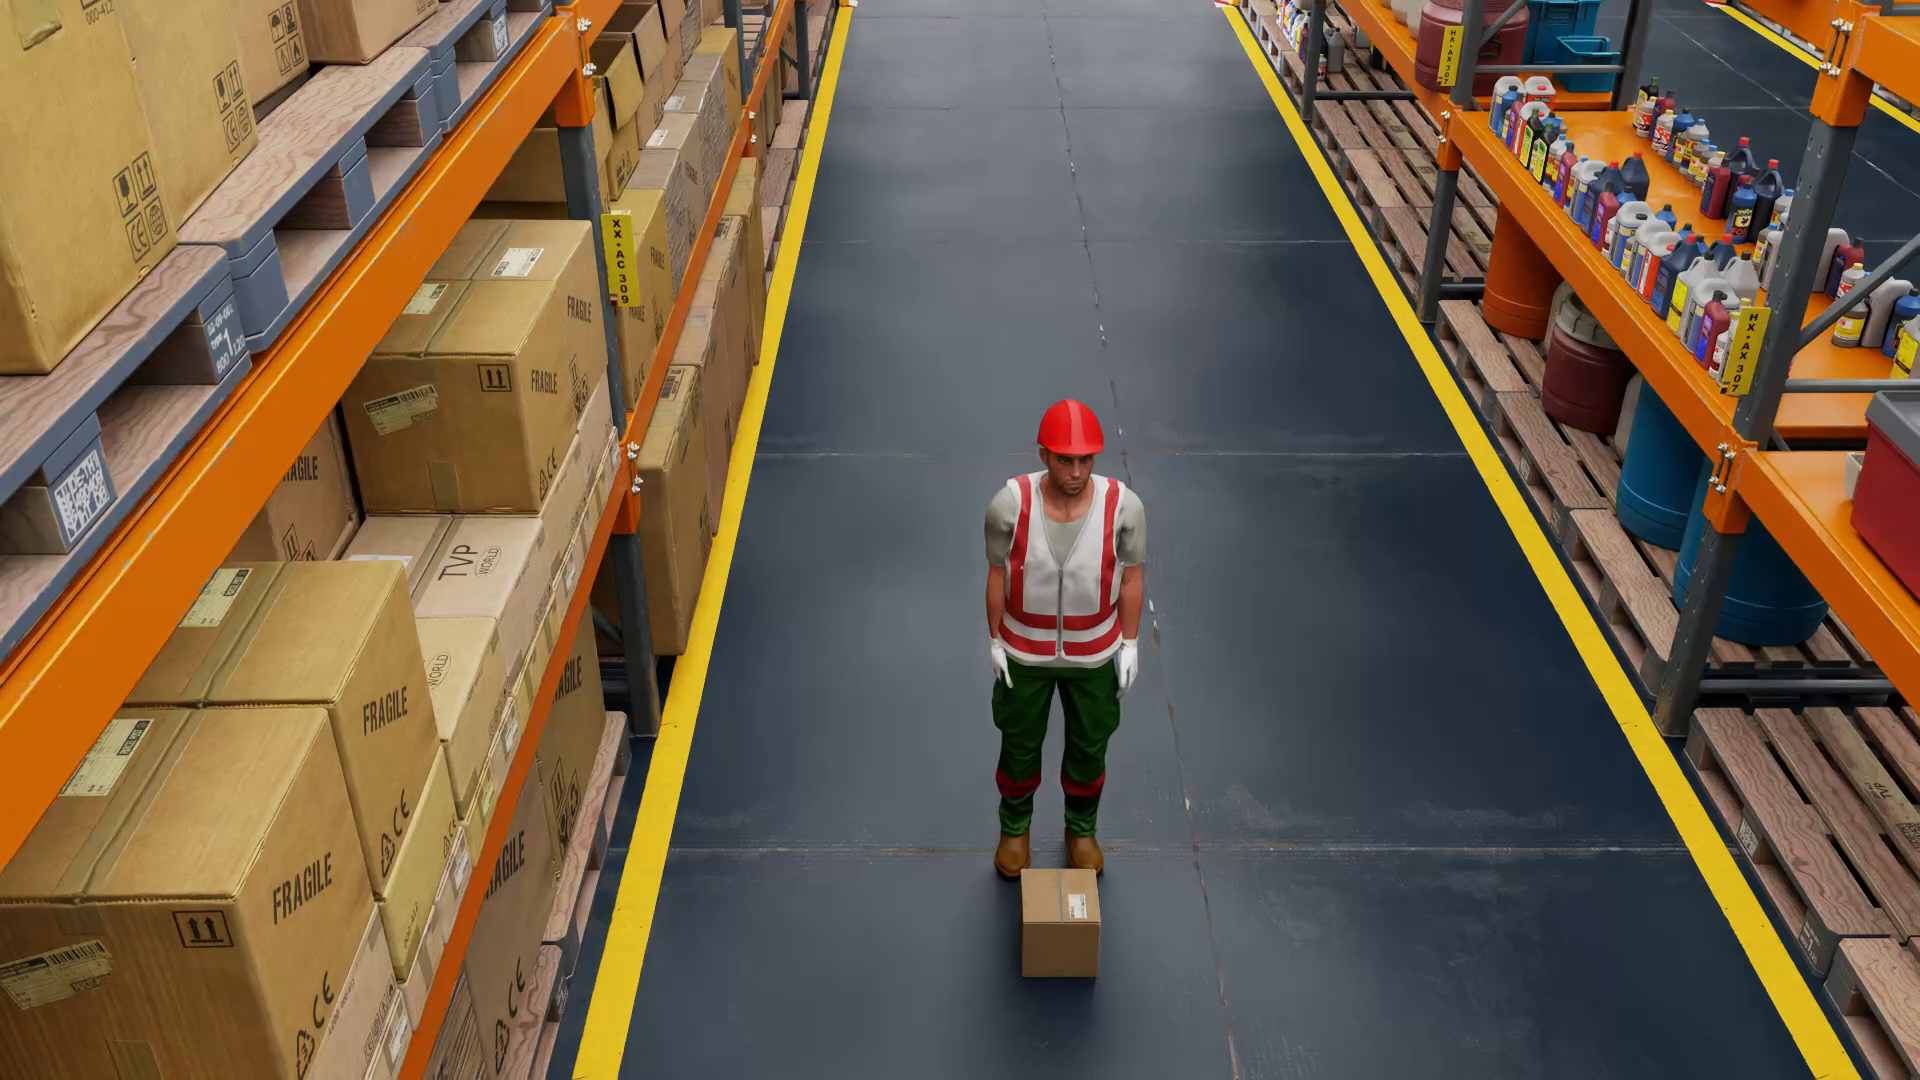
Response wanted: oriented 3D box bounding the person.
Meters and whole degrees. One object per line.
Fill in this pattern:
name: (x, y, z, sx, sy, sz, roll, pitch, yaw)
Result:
person: (0.338, 0.356, 5.523, 0.524, 1.788, 0.336, 1, 31, 1)
